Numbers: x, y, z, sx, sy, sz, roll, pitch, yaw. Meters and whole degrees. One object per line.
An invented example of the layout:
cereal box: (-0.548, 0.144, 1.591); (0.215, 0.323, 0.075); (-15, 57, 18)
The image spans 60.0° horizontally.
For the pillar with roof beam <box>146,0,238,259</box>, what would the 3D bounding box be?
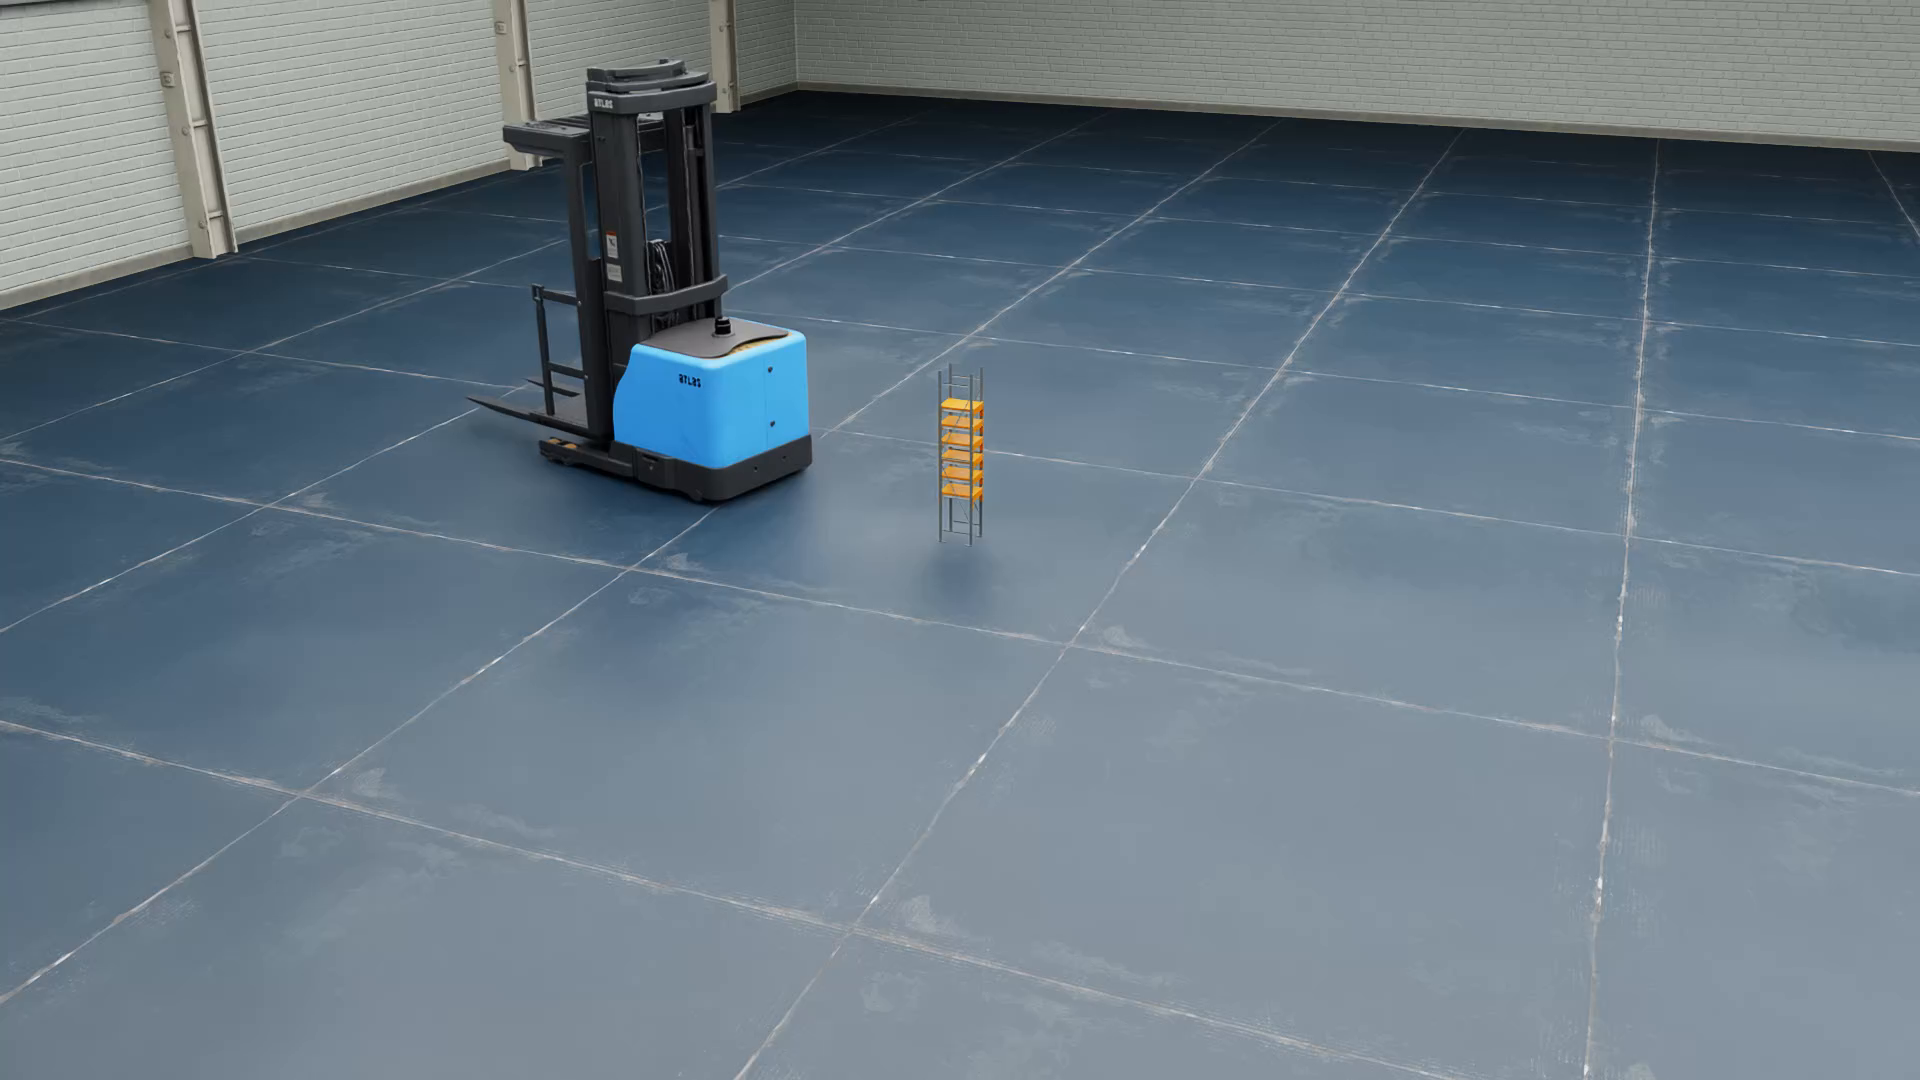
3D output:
pillar with roof beam: (-4.569, -6.827, 15.918); (9.100, 9.000, 0.400); (9, 24, 20)

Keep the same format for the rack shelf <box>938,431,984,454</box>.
rack shelf: (0.005, -0.629, 11.002); (0.258, 0.103, 0.180); (9, 24, 20)

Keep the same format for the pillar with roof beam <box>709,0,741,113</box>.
pillar with roof beam: (-0.111, -11.121, 26.199); (9.100, 9.000, 0.400); (9, 24, 20)

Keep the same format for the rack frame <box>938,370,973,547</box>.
rack frame: (-0.029, -0.526, 10.953); (0.240, 1.200, 0.006); (9, 24, 20)

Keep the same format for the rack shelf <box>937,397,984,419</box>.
rack shelf: (0.005, -0.850, 10.910); (0.258, 0.103, 0.180); (9, 24, 20)

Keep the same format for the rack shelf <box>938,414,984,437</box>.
rack shelf: (0.005, -0.739, 10.956); (0.258, 0.103, 0.180); (9, 24, 20)

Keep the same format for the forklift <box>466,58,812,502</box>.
forklift: (-2.588, -2.059, 12.378); (3.031, 2.935, 1.130); (16, 28, 34)

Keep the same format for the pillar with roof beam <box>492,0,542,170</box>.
pillar with roof beam: (-2.340, -8.974, 21.058); (9.100, 9.000, 0.400); (9, 24, 20)

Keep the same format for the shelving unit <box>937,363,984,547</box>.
shelving unit: (0.005, -0.559, 11.031); (0.258, 1.200, 0.189); (9, 24, 20)

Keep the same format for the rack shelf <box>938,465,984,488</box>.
rack shelf: (0.005, -0.407, 11.095); (0.258, 0.103, 0.180); (9, 24, 20)

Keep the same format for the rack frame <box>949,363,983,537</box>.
rack frame: (0.039, -0.592, 11.110); (0.240, 1.200, 0.006); (9, 24, 20)

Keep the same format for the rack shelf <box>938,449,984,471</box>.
rack shelf: (0.005, -0.518, 11.048); (0.258, 0.103, 0.180); (9, 24, 20)

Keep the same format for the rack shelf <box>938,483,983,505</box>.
rack shelf: (0.005, -0.296, 11.141); (0.258, 0.103, 0.180); (9, 24, 20)
